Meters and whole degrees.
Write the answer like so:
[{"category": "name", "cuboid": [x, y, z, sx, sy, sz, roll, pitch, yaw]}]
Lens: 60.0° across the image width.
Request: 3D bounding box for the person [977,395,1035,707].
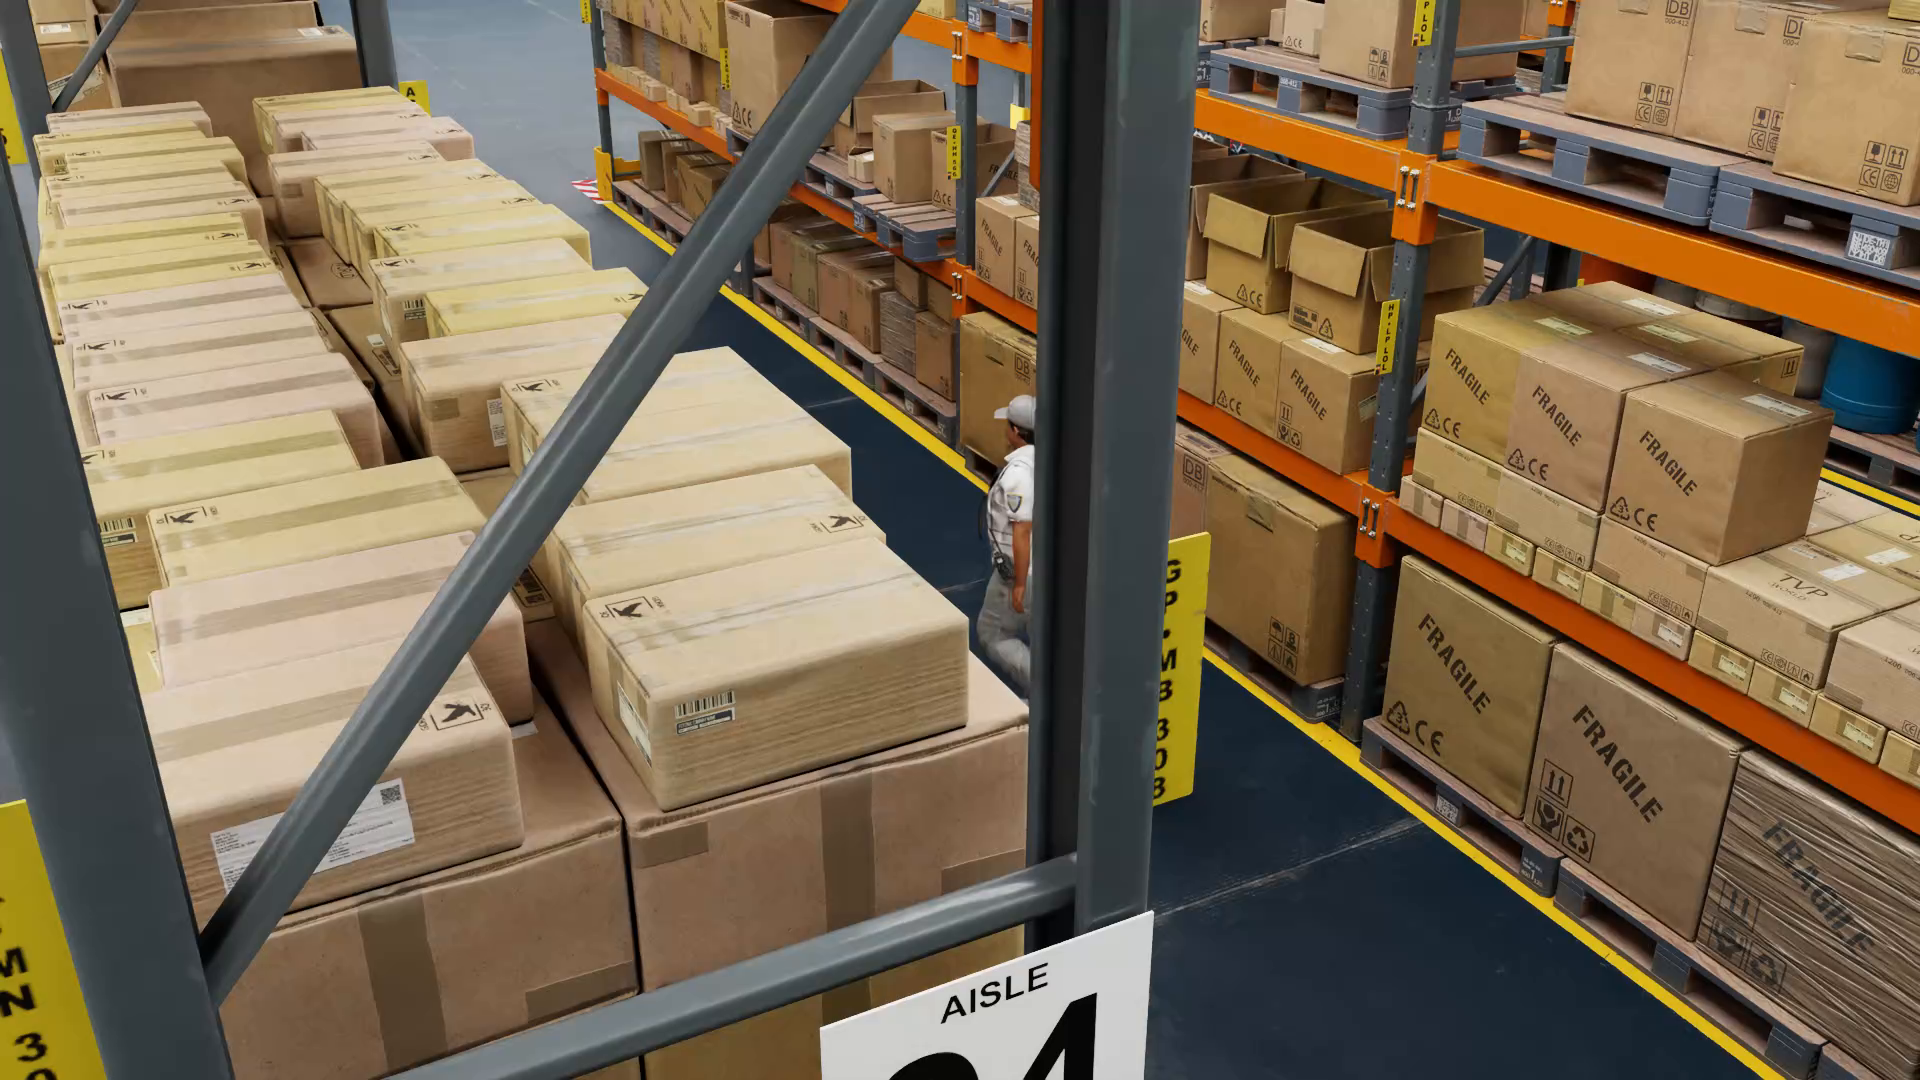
[{"category": "person", "cuboid": [0.350, 0.140, 7.806, 0.540, 1.656, 0.553, 16, 30, 30]}]
